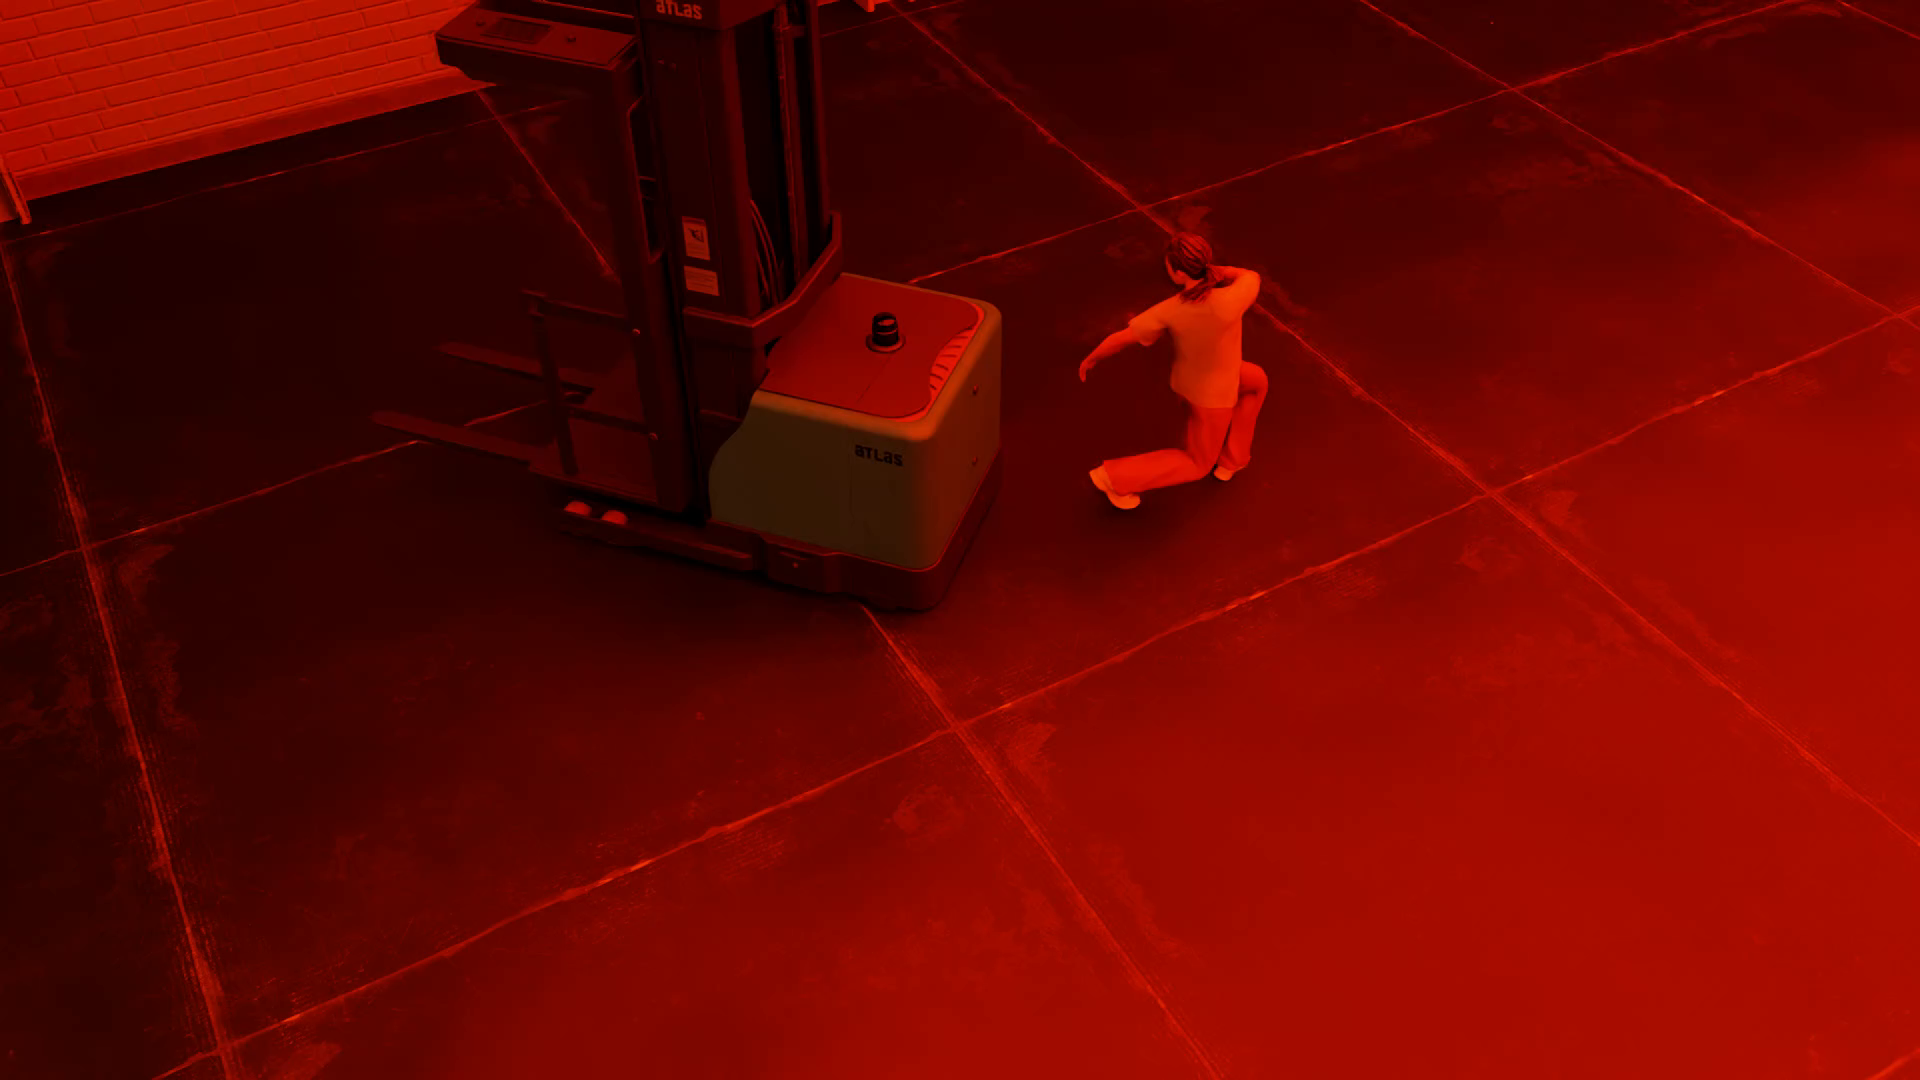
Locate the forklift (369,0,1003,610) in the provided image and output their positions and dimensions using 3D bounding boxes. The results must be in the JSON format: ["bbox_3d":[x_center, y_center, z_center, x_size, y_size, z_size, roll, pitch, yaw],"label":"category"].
[{"bbox_3d":[-1.371,-1.373,7.178,3.031,2.935,1.130,14,45,14],"label":"forklift"}]

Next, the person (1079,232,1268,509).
[{"bbox_3d":[1.011,-0.799,7.721,0.943,1.448,0.652,-29,50,-28],"label":"person"}]
